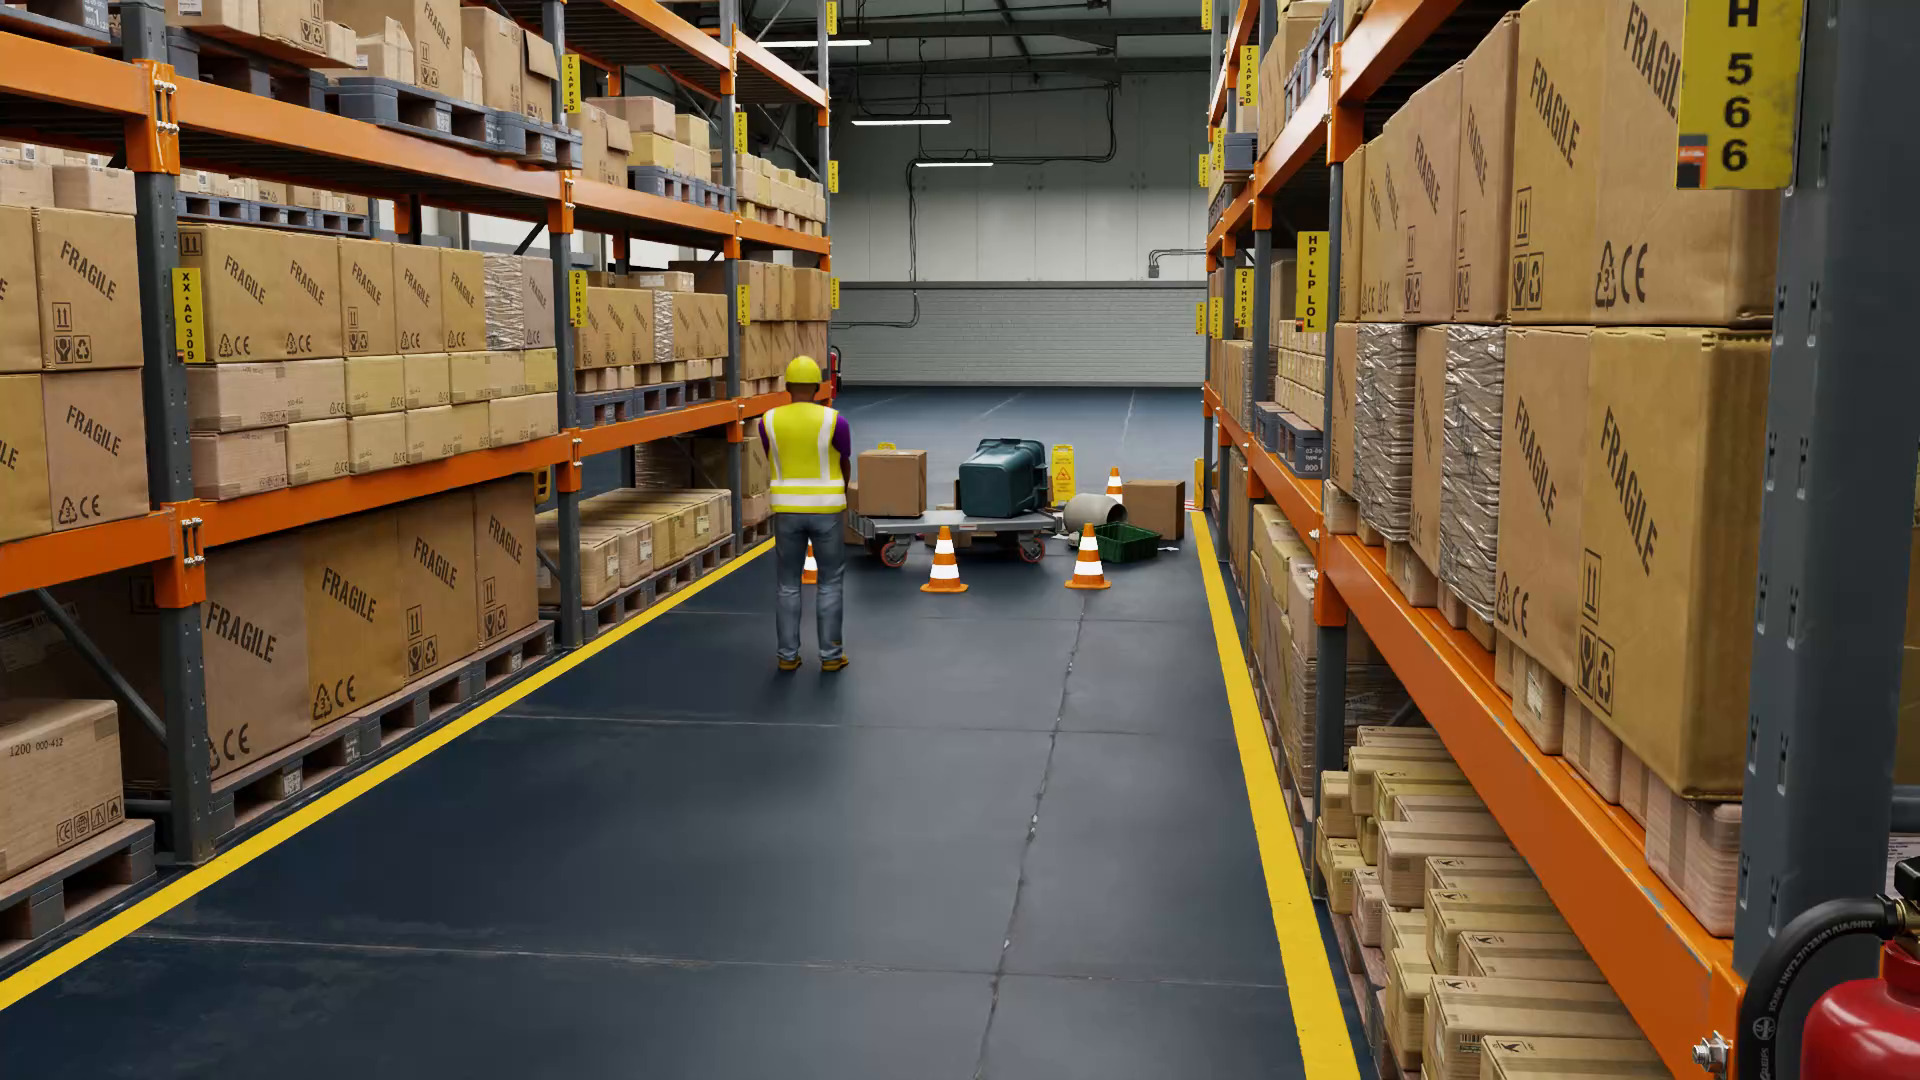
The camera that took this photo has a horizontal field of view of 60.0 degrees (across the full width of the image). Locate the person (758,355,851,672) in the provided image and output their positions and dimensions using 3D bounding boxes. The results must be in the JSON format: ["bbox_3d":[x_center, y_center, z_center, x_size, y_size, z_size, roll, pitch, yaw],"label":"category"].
[{"bbox_3d":[-0.852,-0.163,9.436,0.505,1.763,0.558,1,8,6],"label":"person"}]
